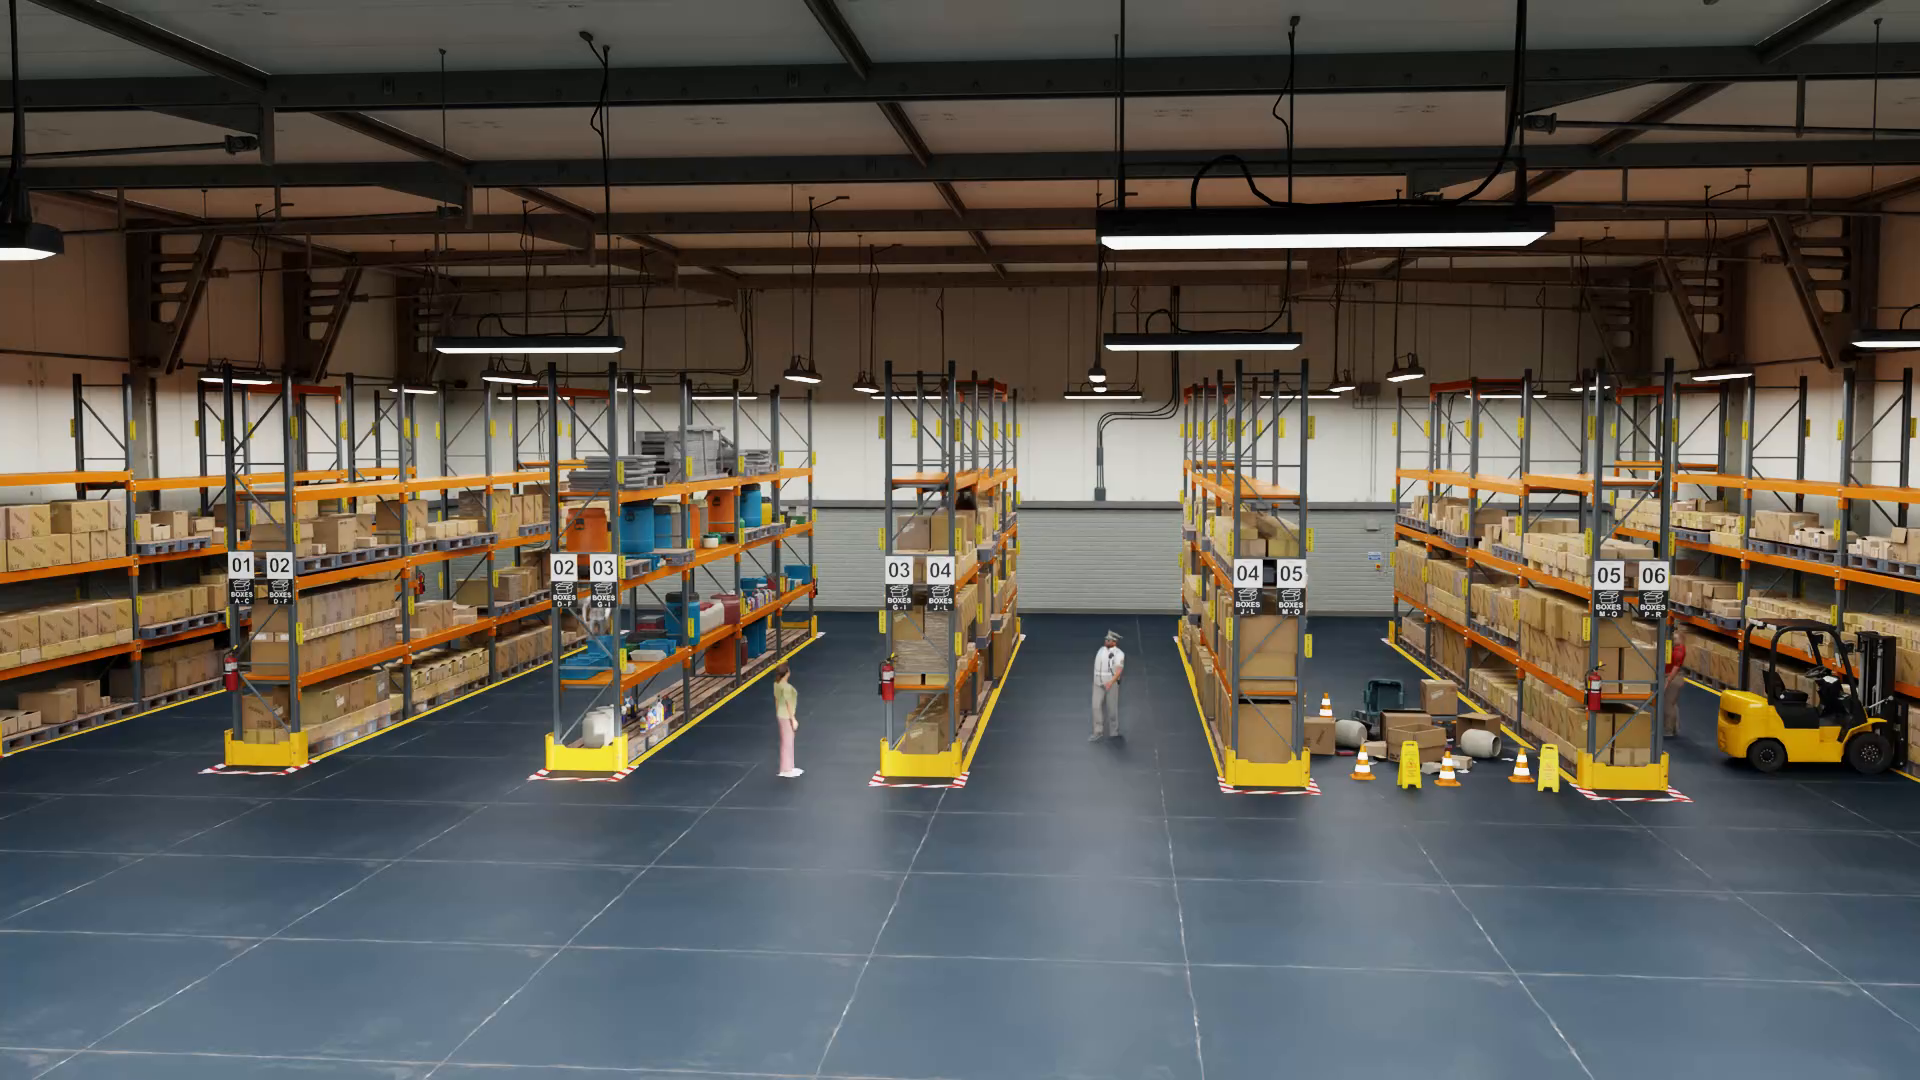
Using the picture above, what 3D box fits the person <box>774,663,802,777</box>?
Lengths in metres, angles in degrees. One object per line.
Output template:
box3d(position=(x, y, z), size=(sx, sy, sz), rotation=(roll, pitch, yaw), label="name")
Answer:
box3d(position=(-2.488, 2.595, 24.092), size=(0.440, 1.667, 0.517), rotation=(-1, 4, -13), label="person")

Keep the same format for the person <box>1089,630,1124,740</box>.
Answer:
box3d(position=(2.368, 2.357, 27.039), size=(0.577, 1.769, 0.620), rotation=(2, 4, 26), label="person")

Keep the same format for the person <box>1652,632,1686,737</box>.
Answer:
box3d(position=(11.603, 2.379, 27.158), size=(0.493, 1.769, 0.611), rotation=(3, 5, 39), label="person")

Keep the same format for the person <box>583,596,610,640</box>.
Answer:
box3d(position=(-8.023, 1.780, 36.672), size=(0.646, 1.673, 0.939), rotation=(0, 4, 5), label="person")
